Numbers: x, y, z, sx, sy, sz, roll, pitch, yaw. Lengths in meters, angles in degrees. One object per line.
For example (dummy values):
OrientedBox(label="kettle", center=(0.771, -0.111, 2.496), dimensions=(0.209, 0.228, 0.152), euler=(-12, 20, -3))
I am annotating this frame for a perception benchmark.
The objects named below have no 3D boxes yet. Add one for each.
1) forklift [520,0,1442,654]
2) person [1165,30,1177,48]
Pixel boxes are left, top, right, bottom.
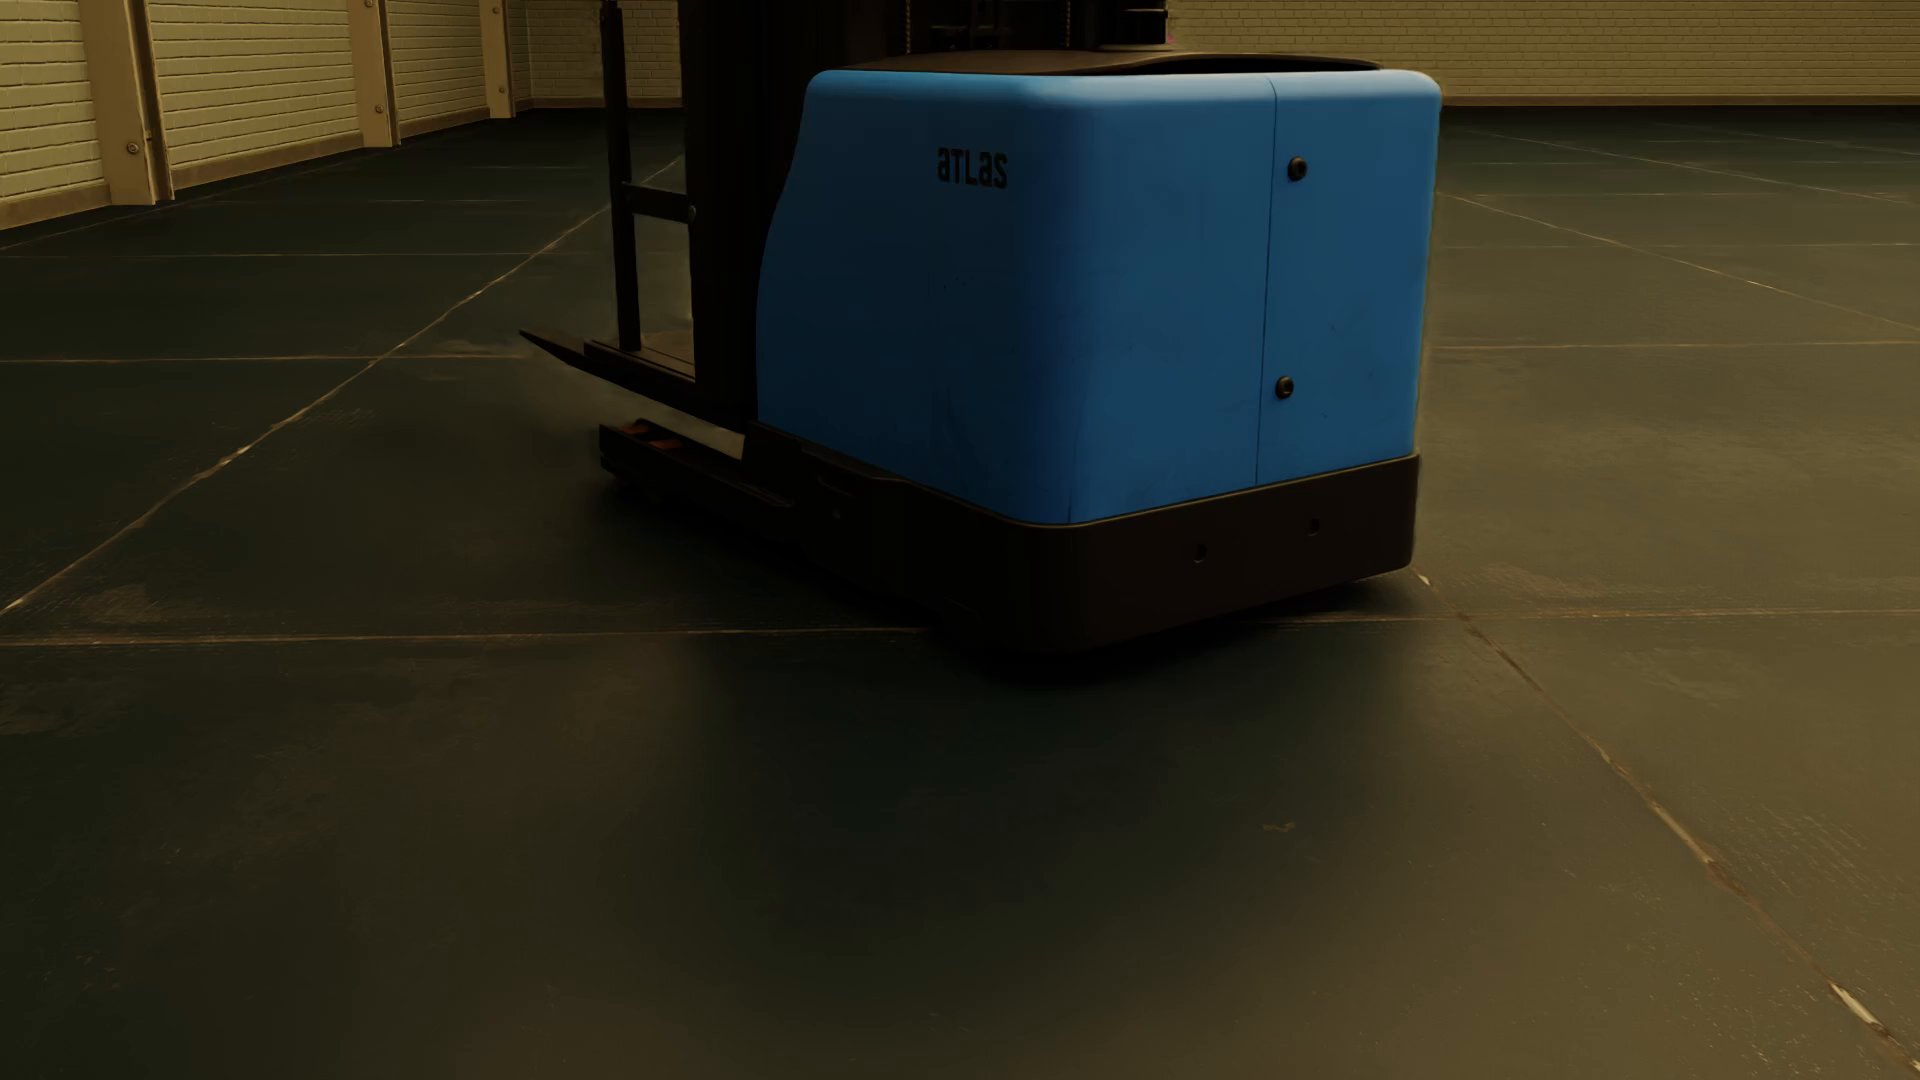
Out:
OrientedBox(label="forklift", center=(-0.291, -1.565, 4.024), dimensions=(1.130, 2.935, 3.031), euler=(-11, 20, -33))
OrientedBox(label="person", center=(0.406, -1.079, 5.257), dimensions=(0.632, 1.362, 0.867), euler=(5, 18, 15))
